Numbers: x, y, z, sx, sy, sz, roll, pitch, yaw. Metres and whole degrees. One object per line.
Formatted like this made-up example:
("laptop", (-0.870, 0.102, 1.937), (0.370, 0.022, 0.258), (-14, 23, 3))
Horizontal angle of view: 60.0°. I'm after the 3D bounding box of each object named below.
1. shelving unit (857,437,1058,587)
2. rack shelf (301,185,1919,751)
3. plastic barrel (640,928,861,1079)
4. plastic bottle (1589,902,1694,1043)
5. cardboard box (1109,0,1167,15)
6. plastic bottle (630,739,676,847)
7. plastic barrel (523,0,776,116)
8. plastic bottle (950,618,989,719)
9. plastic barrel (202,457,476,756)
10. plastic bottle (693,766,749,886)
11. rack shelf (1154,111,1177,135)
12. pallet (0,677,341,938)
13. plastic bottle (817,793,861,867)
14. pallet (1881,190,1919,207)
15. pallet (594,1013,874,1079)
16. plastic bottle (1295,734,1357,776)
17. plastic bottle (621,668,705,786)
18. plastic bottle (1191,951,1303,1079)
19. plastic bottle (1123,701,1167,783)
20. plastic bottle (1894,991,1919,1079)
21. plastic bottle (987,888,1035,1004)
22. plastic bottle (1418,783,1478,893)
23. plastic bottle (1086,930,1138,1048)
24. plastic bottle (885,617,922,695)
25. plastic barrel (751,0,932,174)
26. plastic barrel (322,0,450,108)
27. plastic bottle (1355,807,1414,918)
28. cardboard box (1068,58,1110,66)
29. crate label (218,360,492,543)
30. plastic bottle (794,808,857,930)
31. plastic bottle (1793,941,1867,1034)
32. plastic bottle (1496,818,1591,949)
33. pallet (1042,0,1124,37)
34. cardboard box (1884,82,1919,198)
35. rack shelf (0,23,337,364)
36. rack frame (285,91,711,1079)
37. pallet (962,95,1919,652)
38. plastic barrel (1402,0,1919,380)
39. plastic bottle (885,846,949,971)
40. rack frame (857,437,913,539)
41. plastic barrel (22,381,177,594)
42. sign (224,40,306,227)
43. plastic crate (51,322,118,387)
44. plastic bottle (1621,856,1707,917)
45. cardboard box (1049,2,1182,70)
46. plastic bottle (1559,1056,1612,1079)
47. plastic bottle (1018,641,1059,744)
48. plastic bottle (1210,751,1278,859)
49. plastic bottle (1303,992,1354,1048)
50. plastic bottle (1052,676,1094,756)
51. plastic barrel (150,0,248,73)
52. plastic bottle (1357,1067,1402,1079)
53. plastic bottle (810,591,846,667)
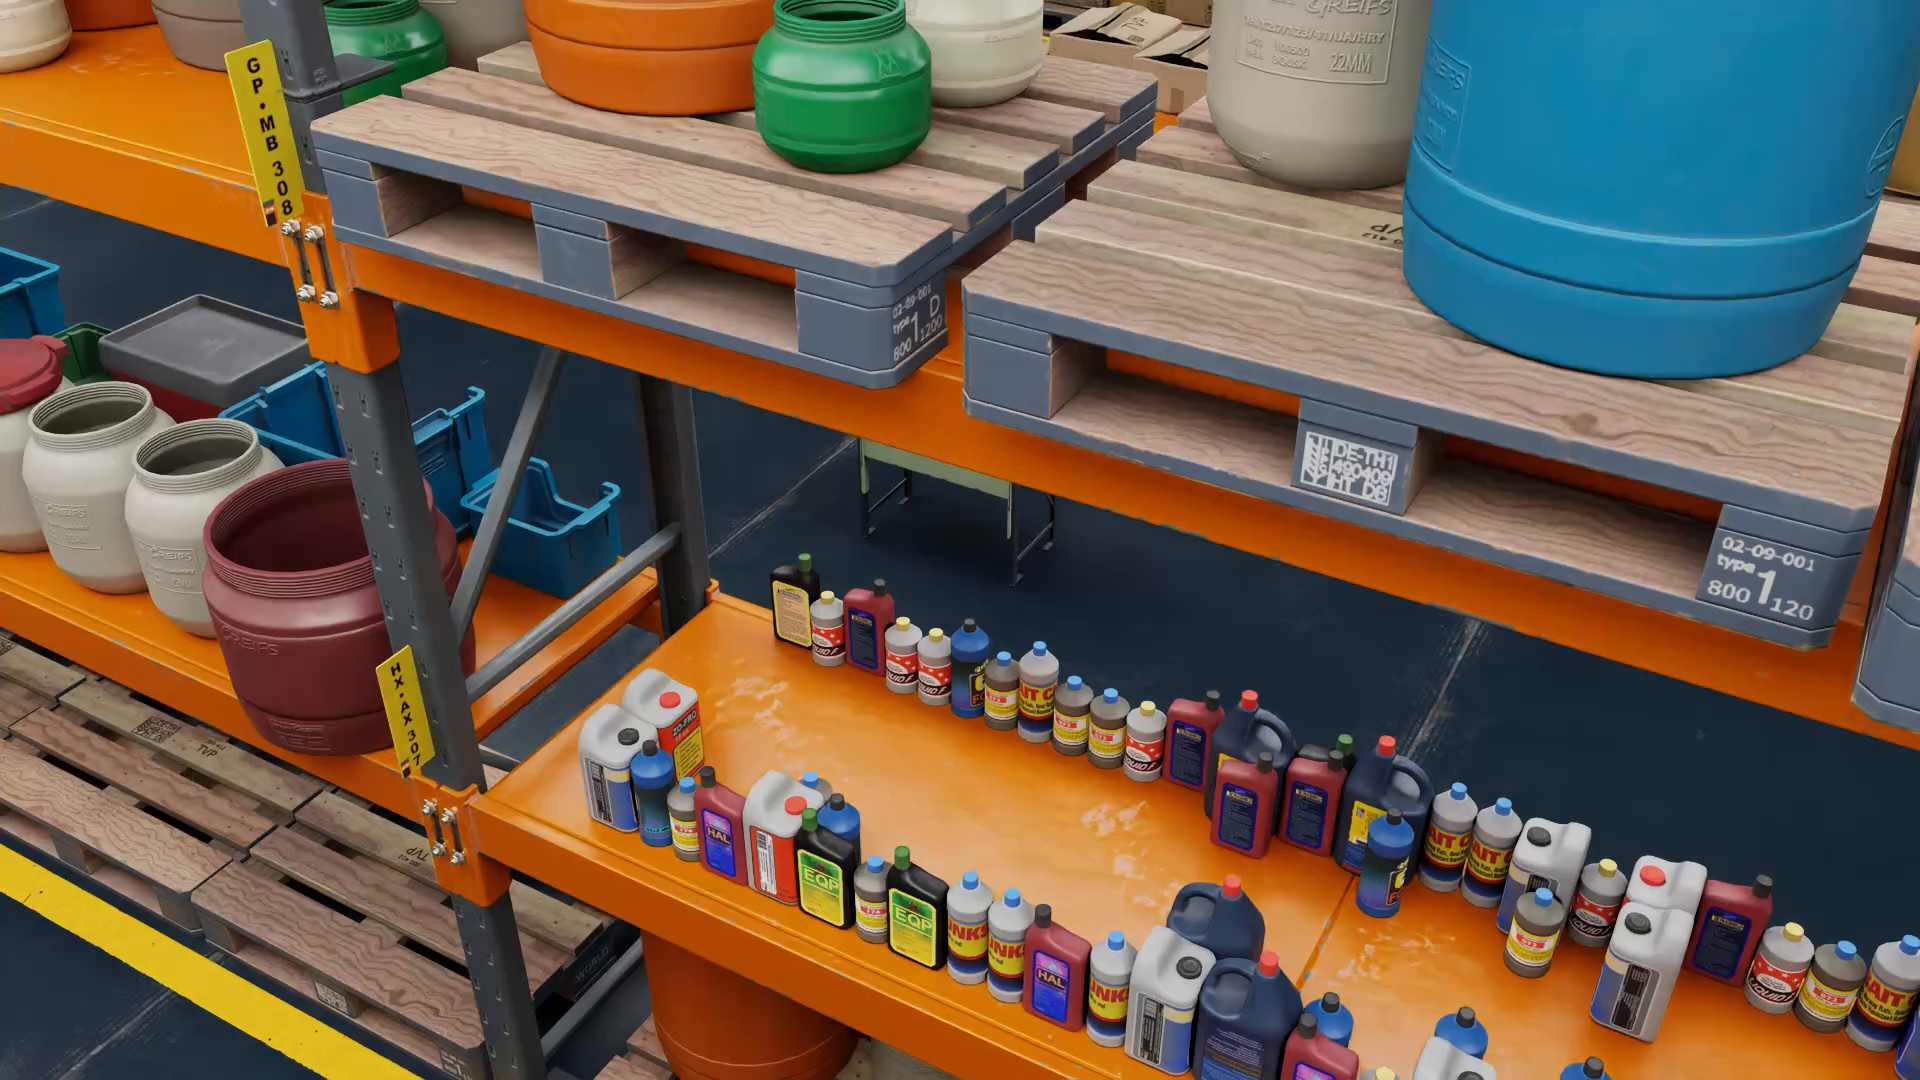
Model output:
("shelving unit", (-0.006, -0.626, 6.837), (0.755, 1.500, 0.431), (18, 37, 24))
("rack shelf", (0.737, -0.202, 2.790), (4.000, 0.370, 1.077), (18, 37, 24))
("plastic barrel", (-0.566, 1.052, 4.543), (0.708, 0.830, 0.600), (18, 37, 24))
("plastic bottle", (1.382, 0.857, 3.369), (0.135, 0.276, 0.152), (18, 37, 24))
("cardboard box", (1.565, -4.501, 13.161), (0.500, 0.500, 0.700), (17, 37, 23))
("plastic bottle", (-0.697, 0.570, 3.804), (0.097, 0.271, 0.097), (0, 34, 0))
("plastic barrel", (-0.508, -1.247, 2.944), (0.708, 0.830, 0.600), (18, 37, 24))
("plastic bottle", (0.024, 0.314, 4.188), (0.097, 0.271, 0.097), (0, 34, 0))
("plastic barrel", (-1.552, 0.159, 4.183), (0.708, 0.536, 0.600), (18, 37, 24))
("plastic bottle", (-0.521, 0.632, 3.699), (0.133, 0.283, 0.061), (18, 37, 24))
("rack shelf", (-0.275, -2.436, 8.851), (4.000, 0.370, 1.077), (18, 37, 24))
("pallet", (-2.708, 0.790, 5.873), (1.213, 0.211, 1.003), (18, 37, 24))
("plastic bottle", (-0.265, 0.668, 3.656), (0.097, 0.271, 0.097), (0, 34, 0))
("pallet", (4.295, -1.278, 6.636), (1.213, 0.211, 1.003), (18, 37, 24))
("pallet", (-0.294, 1.554, 4.725), (1.213, 0.211, 1.003), (18, 37, 24))
("plastic bottle", (0.832, 0.553, 3.818), (0.133, 0.283, 0.061), (18, 37, 24))
("plastic bottle", (-0.708, 0.450, 3.980), (0.135, 0.276, 0.152), (18, 37, 24))
("plastic bottle", (0.557, 0.919, 3.208), (0.185, 0.351, 0.144), (18, 37, 24))
("plastic bottle", (0.447, 0.477, 4.007), (0.097, 0.201, 0.097), (0, 34, 0))
("plastic bottle", (1.943, 0.937, 3.248), (0.135, 0.276, 0.152), (18, 37, 24))
("plastic bottle", (0.106, 0.824, 3.422), (0.097, 0.271, 0.097), (0, 34, 0))
("plastic bottle", (1.084, 0.650, 3.684), (0.097, 0.271, 0.097), (0, 34, 0))
("plastic bottle", (0.306, 0.888, 3.327), (0.097, 0.271, 0.097), (0, 34, 0))
("plastic bottle", (-0.145, 0.290, 4.288), (0.097, 0.201, 0.097), (0, 34, 0))
("plastic barrel", (-0.193, -0.760, 2.739), (0.294, 0.245, 0.294), (0, 34, 0))
("plastic barrel", (-1.239, -1.030, 3.524), (0.294, 0.245, 0.294), (0, 34, 0))
("plastic bottle", (0.928, 0.692, 3.620), (0.097, 0.271, 0.097), (0, 34, 0))
("cardboard box", (0.544, -2.195, 8.067), (0.250, 0.149, 0.380), (18, 37, 24))
("crate label", (-1.728, -0.221, 4.844), (0.616, 0.435, 0.502), (18, 37, 24))
("plastic bottle", (-0.288, 0.706, 3.588), (0.133, 0.283, 0.061), (18, 37, 24))
("plastic bottle", (1.772, 0.897, 3.376), (0.097, 0.201, 0.097), (0, 34, 0))
("plastic bottle", (1.256, 0.720, 3.575), (0.135, 0.276, 0.152), (18, 37, 24))
("pallet", (1.120, -4.296, 13.512), (1.213, 0.211, 1.003), (18, 37, 24))
("cardboard box", (4.006, -1.698, 6.625), (0.500, 0.500, 0.700), (24, 41, 32))
("rack shelf", (-2.736, -1.302, 4.442), (4.000, 0.370, 1.077), (18, 37, 24))
("rack frame", (-0.999, 0.197, 4.248), (0.127, 3.000, 1.000), (18, 37, 24))
("pallet", (0.759, -0.352, 2.536), (1.213, 0.211, 1.003), (18, 37, 24))
("plastic barrel", (0.916, -0.731, 2.103), (0.708, 0.901, 0.600), (18, 37, 24))
("plastic bottle", (-0.088, 0.770, 3.493), (0.133, 0.283, 0.061), (18, 37, 24))
("rack frame", (-0.324, -0.727, 6.988), (0.023, 1.500, 0.400), (18, 37, 24))
("plastic barrel", (-2.364, -0.145, 4.661), (0.421, 0.512, 0.421), (0, 34, 0))
("sign", (-1.266, -0.741, 3.045), (0.005, 0.325, 0.100), (18, 37, 24))
("plastic crate", (-2.820, -0.472, 5.443), (0.662, 0.188, 0.450), (18, 37, 24))
("plastic bottle", (1.457, 0.783, 3.479), (0.135, 0.276, 0.152), (18, 37, 24))
("cardboard box", (0.781, -2.488, 8.360), (0.500, 0.311, 0.500), (17, 37, 24))
("plastic bottle", (1.145, 1.056, 3.073), (0.097, 0.271, 0.097), (0, 34, 0))
("plastic bottle", (0.193, 0.368, 4.108), (0.097, 0.271, 0.097), (0, 34, 0))
("plastic bottle", (0.645, 0.586, 3.769), (0.133, 0.283, 0.061), (18, 37, 24))
("plastic bottle", (0.698, 0.973, 3.198), (0.097, 0.271, 0.097), (0, 34, 0))
("plastic bottle", (0.278, 0.424, 4.087), (0.097, 0.201, 0.097), (0, 34, 0))
("plastic barrel", (-1.604, -1.590, 3.774), (0.600, 0.901, 0.600), (0, 34, 0))
("plastic bottle", (0.784, 1.068, 3.119), (0.097, 0.201, 0.097), (0, 34, 0))
("plastic bottle", (-0.345, 0.226, 4.383), (0.097, 0.201, 0.097), (0, 34, 0))
